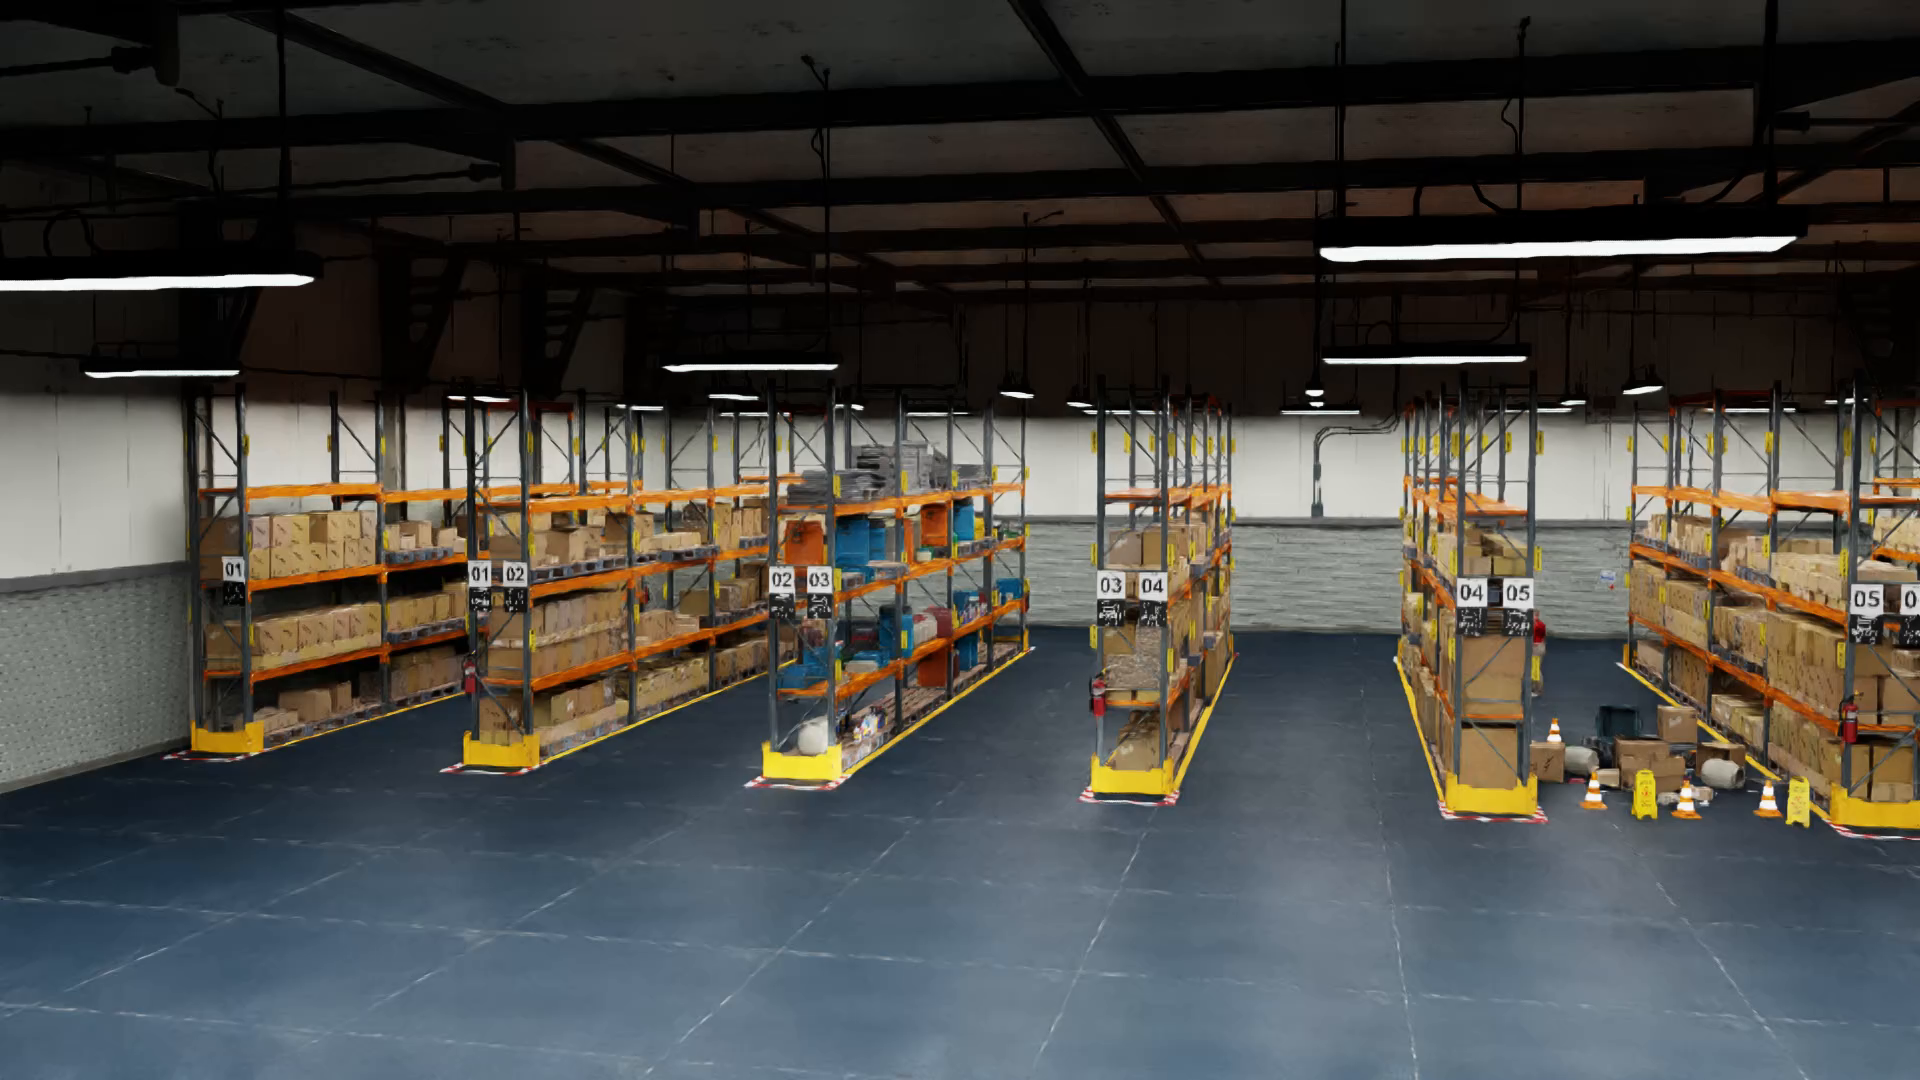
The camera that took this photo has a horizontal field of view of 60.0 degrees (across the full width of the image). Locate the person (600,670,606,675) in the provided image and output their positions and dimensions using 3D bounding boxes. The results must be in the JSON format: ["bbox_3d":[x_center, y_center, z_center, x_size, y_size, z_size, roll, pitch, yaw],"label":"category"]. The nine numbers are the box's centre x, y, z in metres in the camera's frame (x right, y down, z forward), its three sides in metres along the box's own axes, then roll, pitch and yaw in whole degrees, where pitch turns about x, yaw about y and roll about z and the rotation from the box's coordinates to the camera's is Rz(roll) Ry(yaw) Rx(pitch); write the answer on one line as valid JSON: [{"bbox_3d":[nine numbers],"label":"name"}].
[{"bbox_3d":[-7.354,2.218,33.727,0.577,1.691,1.120,1,3,15],"label":"person"}]

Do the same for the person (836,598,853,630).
[{"bbox_3d":[-3.179,1.594,44.391,0.688,1.716,0.796,0,3,-8],"label":"person"}]

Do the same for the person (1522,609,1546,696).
[{"bbox_3d":[11.447,2.226,33.217,0.584,1.723,0.654,3,4,43],"label":"person"}]

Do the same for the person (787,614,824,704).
[{"bbox_3d":[-2.930,2.289,32.166,0.573,1.715,1.103,1,3,21],"label":"person"}]
